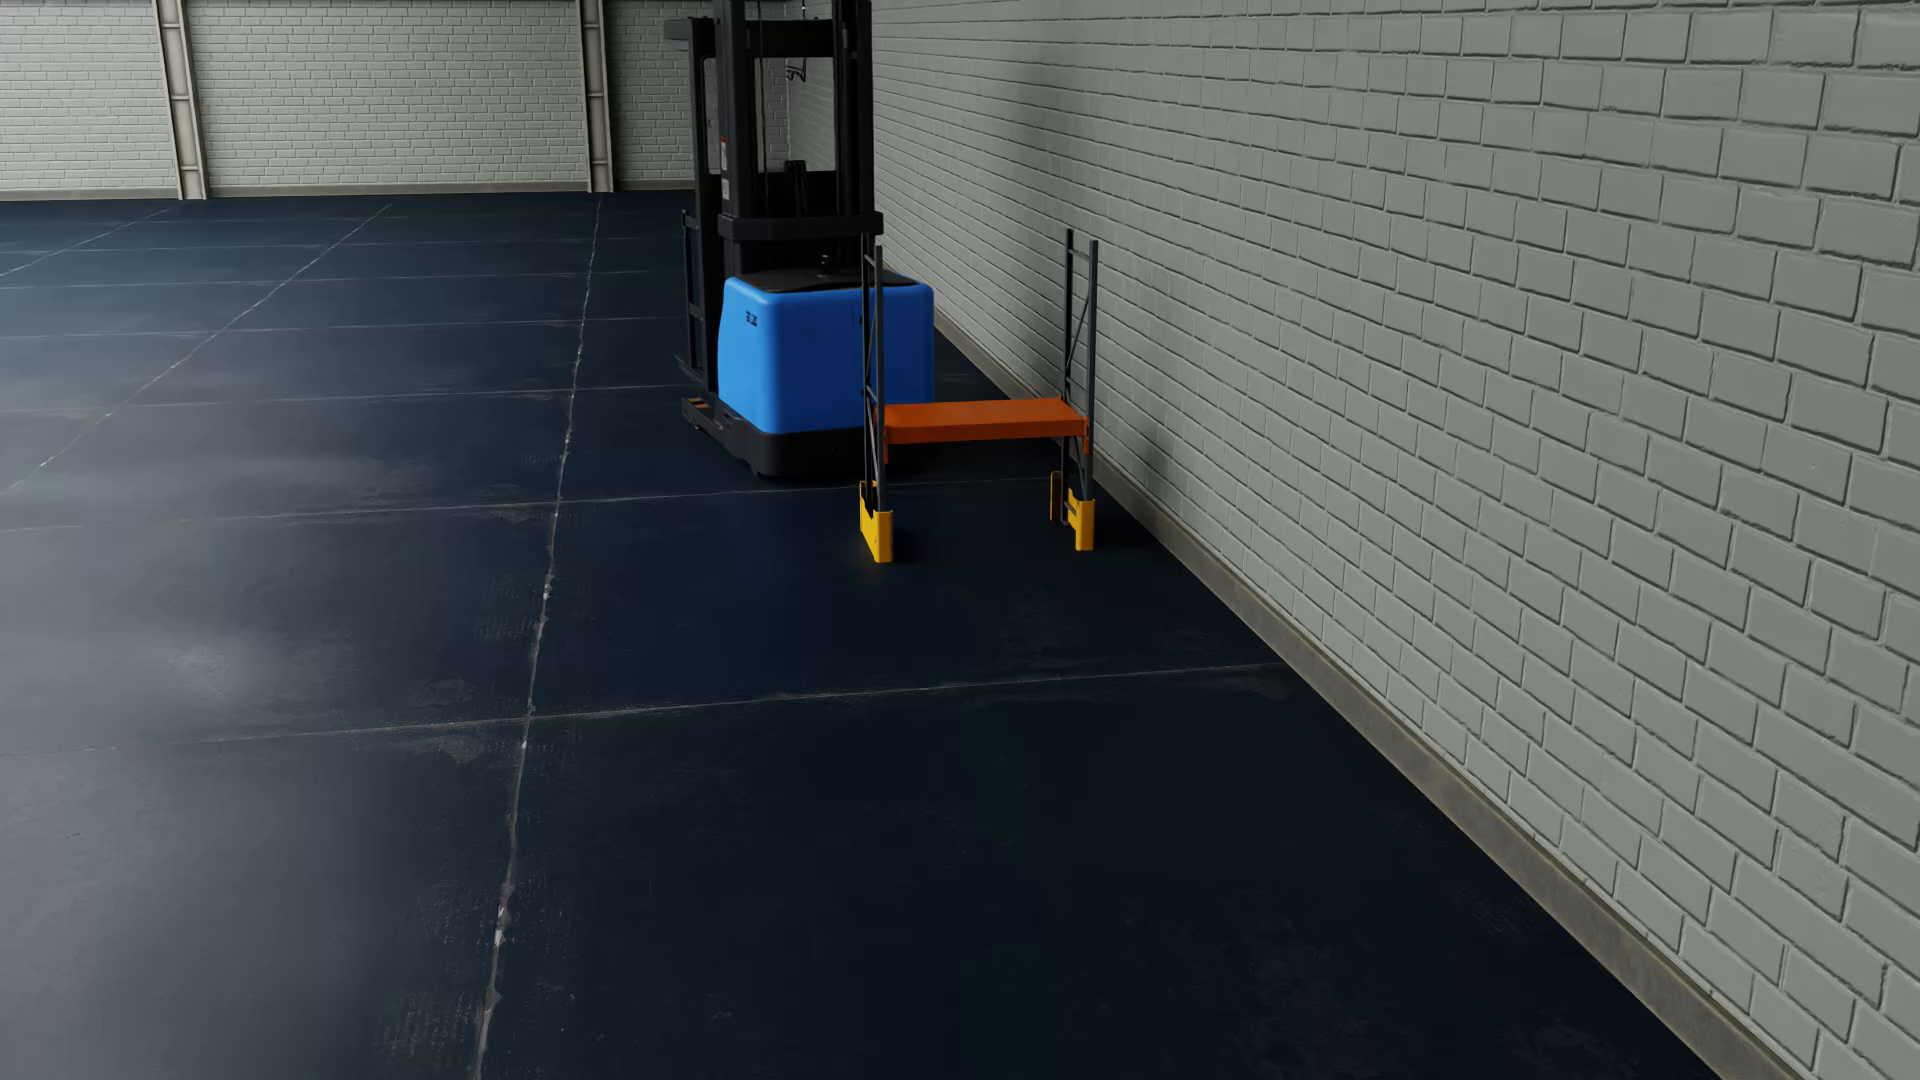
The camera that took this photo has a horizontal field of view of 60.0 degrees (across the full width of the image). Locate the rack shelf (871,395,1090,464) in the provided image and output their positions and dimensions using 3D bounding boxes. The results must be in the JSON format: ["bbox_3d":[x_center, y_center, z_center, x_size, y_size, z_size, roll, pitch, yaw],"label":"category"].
[{"bbox_3d":[0.084,-0.550,8.160,1.000,0.185,0.538,-3,17,-10],"label":"rack shelf"}]

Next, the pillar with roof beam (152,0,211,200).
[{"bbox_3d":[-10.721,-8.212,19.722,0.400,9.000,9.100,-3,17,-10],"label":"pillar with roof beam"}]

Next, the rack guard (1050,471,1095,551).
[{"bbox_3d":[0.564,-0.151,8.379,0.087,0.250,0.587,-3,17,-10],"label":"rack guard"}]

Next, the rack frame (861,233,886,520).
[{"bbox_3d":[-0.415,-0.693,8.015,0.032,1.500,0.500,-3,17,-10],"label":"rack frame"}]

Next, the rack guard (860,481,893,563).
[{"bbox_3d":[-0.414,-0.096,8.199,0.087,0.250,0.587,-3,17,-10],"label":"rack guard"}]

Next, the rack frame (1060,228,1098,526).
[{"bbox_3d":[0.583,-0.750,8.199,0.032,1.500,0.500,-3,17,-10],"label":"rack frame"}]

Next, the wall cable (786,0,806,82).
[{"bbox_3d":[-2.504,-8.086,24.600,0.112,2.526,3.097,-3,17,-10],"label":"wall cable"}]

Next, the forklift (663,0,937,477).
[{"bbox_3d":[-1.155,-2.143,10.297,1.130,2.935,3.031,-7,18,-21],"label":"forklift"}]

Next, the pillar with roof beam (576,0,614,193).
[{"bbox_3d":[-4.830,-8.546,20.810,0.400,9.000,9.100,-3,17,-10],"label":"pillar with roof beam"}]

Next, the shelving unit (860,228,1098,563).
[{"bbox_3d":[0.075,-0.721,8.105,1.083,1.500,0.587,-3,17,-10],"label":"shelving unit"}]
